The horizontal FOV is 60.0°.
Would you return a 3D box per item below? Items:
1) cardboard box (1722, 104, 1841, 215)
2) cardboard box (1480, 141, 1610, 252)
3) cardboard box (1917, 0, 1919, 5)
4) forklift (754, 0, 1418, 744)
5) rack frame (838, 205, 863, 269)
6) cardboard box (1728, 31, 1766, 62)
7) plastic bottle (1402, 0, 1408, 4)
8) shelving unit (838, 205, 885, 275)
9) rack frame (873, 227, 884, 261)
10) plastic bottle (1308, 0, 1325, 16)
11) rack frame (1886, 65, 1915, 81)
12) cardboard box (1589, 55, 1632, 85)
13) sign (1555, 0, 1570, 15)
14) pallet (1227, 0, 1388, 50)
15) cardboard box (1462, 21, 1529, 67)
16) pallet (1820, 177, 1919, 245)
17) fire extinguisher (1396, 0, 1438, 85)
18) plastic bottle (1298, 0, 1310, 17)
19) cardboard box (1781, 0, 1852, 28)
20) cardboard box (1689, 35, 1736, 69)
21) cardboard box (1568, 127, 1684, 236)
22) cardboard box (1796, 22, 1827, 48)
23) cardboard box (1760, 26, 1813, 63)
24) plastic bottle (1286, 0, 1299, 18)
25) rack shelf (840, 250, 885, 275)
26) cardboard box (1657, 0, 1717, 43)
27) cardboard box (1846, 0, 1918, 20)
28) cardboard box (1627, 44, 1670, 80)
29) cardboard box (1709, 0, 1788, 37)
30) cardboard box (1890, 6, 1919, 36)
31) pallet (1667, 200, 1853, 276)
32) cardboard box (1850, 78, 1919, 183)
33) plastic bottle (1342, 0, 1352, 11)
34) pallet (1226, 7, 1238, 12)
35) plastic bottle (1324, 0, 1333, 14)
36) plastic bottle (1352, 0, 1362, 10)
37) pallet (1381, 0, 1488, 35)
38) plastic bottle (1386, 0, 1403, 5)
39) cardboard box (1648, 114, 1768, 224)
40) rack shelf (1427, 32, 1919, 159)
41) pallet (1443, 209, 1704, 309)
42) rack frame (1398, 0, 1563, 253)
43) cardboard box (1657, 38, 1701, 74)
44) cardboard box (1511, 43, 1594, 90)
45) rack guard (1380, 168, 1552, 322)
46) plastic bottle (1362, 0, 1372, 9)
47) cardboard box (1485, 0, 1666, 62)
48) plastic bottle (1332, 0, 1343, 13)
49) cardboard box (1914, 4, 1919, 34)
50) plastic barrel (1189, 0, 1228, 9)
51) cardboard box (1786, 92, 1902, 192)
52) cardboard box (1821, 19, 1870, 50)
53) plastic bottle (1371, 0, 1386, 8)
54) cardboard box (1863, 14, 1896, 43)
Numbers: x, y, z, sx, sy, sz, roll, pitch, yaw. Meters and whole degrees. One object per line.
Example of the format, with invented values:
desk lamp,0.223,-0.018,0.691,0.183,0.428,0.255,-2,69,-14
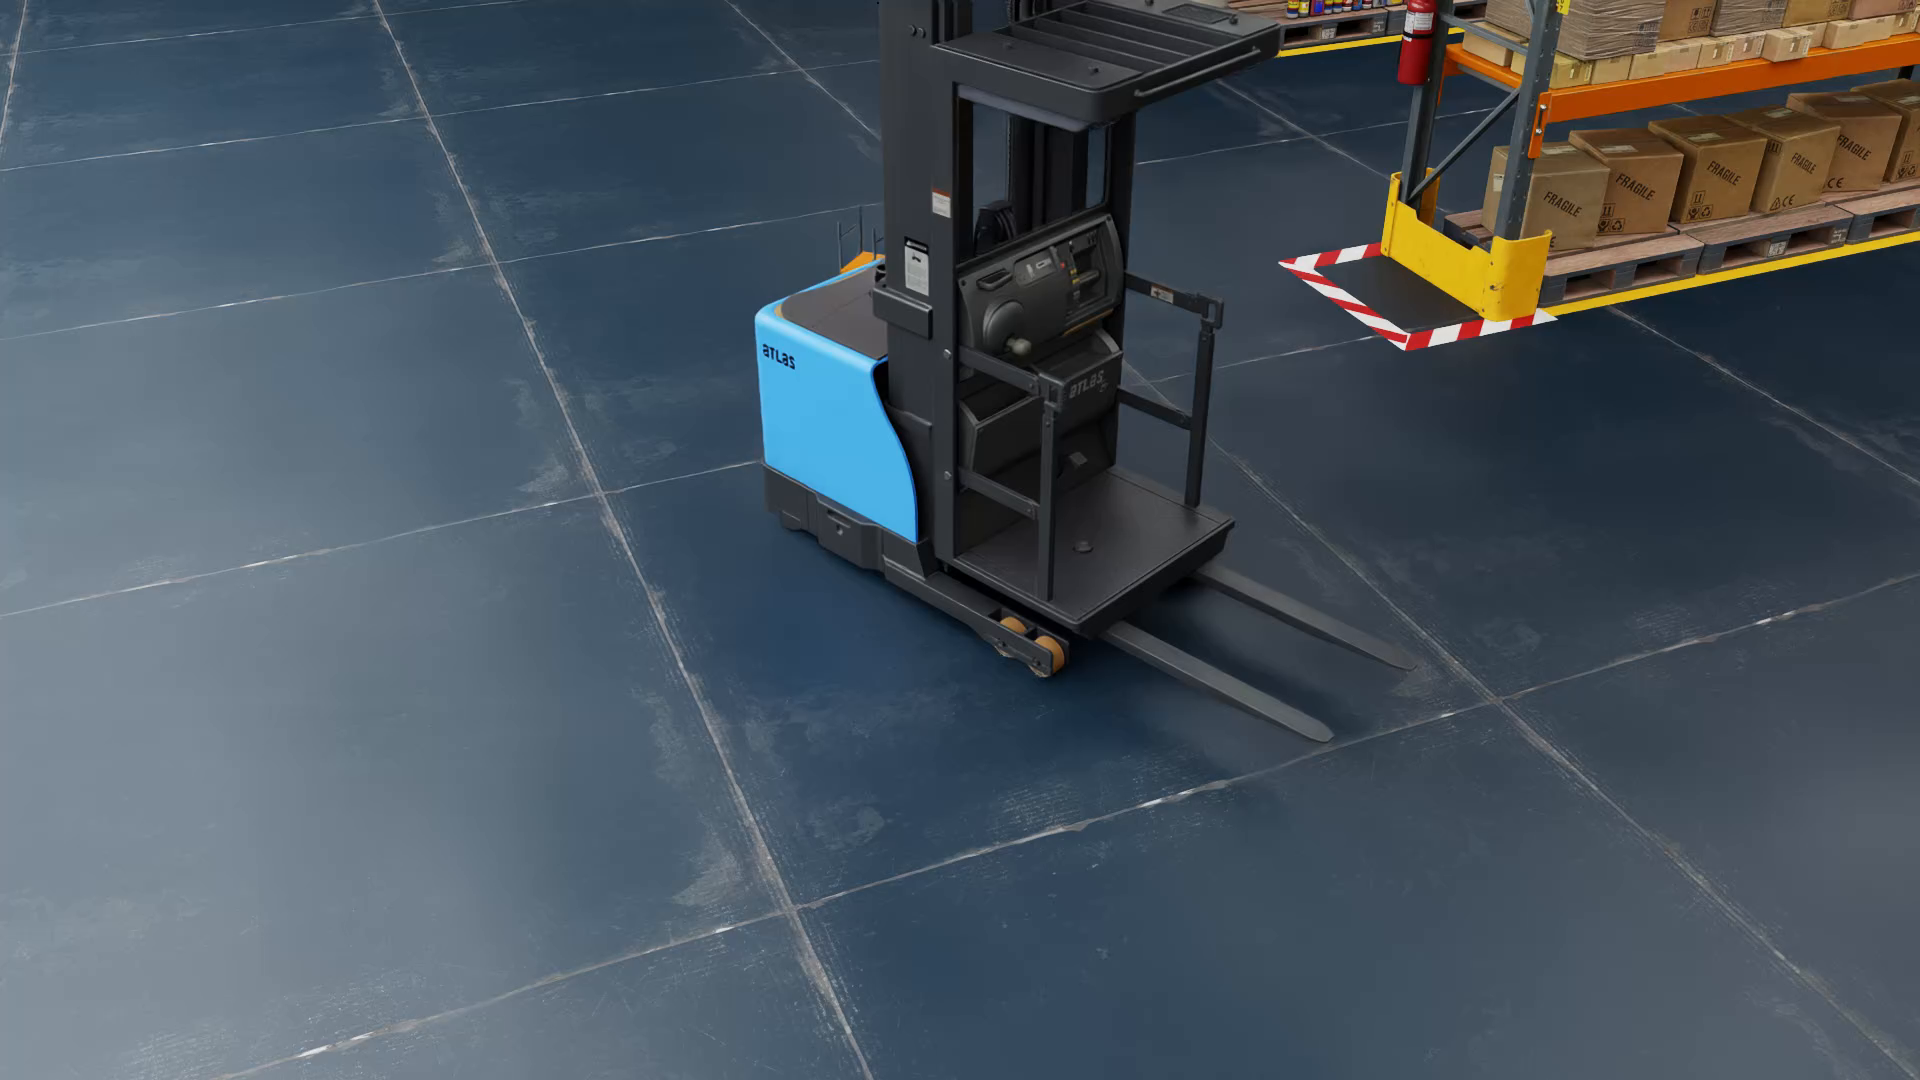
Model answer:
cardboard box,5.203,-2.447,10.667,0.500,0.500,0.500,-16,36,-23
cardboard box,3.548,-2.086,10.112,0.500,0.500,0.500,-7,34,-10
cardboard box,5.741,-3.693,10.311,0.500,0.500,0.875,-13,35,-19
forklift,0.489,-0.986,6.578,3.031,2.935,1.130,27,42,35
rack frame,-0.526,-1.058,8.276,0.006,1.200,0.240,14,35,20
cardboard box,4.471,-2.936,9.743,0.250,0.149,0.380,-13,35,-19
plastic bottle,3.943,-4.838,14.523,0.133,0.283,0.061,-11,35,-16
shelving unit,-0.442,-1.038,8.245,0.189,1.200,0.258,14,35,20
rack frame,-0.359,-1.018,8.214,0.006,1.200,0.240,14,35,20
plastic bottle,3.057,-4.635,14.210,0.133,0.283,0.061,-12,35,-18
rack frame,6.654,-3.678,10.653,0.127,3.000,1.000,-13,35,-19
cardboard box,3.559,-2.712,9.398,0.250,0.149,0.380,-13,35,-19
sign,3.176,-2.924,8.700,0.005,0.325,0.100,-13,35,-19
pallet,2.975,-4.620,14.656,1.213,0.211,1.003,-13,35,-19
cardboard box,3.149,-2.893,9.676,0.250,0.149,0.380,-13,35,-19
pallet,6.049,-2.350,11.168,1.213,0.211,1.003,-13,35,-19
fire extinguisher,2.682,-3.009,9.695,0.183,0.674,0.296,-13,35,-19
plastic bottle,2.936,-4.584,14.207,0.097,0.201,0.097,0,33,0
cardboard box,4.842,-3.452,9.941,0.500,0.500,0.875,-13,35,-19
cardboard box,4.251,-2.870,9.640,0.250,0.149,0.380,-13,35,-19
cardboard box,4.086,-2.229,10.332,0.500,0.500,0.500,-4,33,-6
cardboard box,4.921,-3.056,9.927,0.250,0.149,0.380,-13,35,-19
cardboard box,4.742,-2.937,9.744,0.250,0.149,0.380,-13,35,-19
plastic bottle,2.841,-4.591,14.154,0.097,0.271,0.097,0,33,0
rack shelf,-0.443,-1.302,8.073,0.180,0.103,0.258,14,35,20
cardboard box,3.898,-3.269,9.659,0.500,0.500,0.875,-13,35,-19
cardboard box,5.319,-3.537,10.071,0.500,0.500,0.875,-13,35,-19
cardboard box,3.795,-2.757,9.468,0.250,0.149,0.380,-13,35,-19
cardboard box,4.376,-3.353,9.788,0.500,0.500,0.875,-13,35,-19
cardboard box,5.613,-3.214,10.170,0.250,0.149,0.380,-13,35,-19
pallet,4.922,-2.090,10.769,1.213,0.211,1.003,-13,35,-19
cardboard box,6.270,-2.742,11.121,0.500,0.500,0.500,-14,36,-20
plastic bottle,3.340,-4.676,14.349,0.097,0.201,0.097,0,33,0
pallet,1.852,-4.364,14.264,1.213,0.211,1.003,-13,35,-19
plastic bottle,3.157,-4.664,14.266,0.097,0.271,0.097,0,33,0
plastic bottle,3.436,-4.728,14.364,0.097,0.271,0.097,0,33,0
pallet,4.101,-4.879,15.056,1.213,0.211,1.003,-13,35,-19
plastic bottle,3.780,-4.853,14.484,0.185,0.351,0.144,-13,35,-19
cardboard box,4.671,-2.352,10.521,0.500,0.500,0.500,-10,34,-14
rack shelf,4.810,-2.955,10.200,4.000,0.370,1.077,-13,35,-19
pallet,3.799,-1.835,10.376,1.213,0.211,1.003,-13,35,-19
rack frame,2.966,-2.834,9.355,0.127,3.000,1.000,-13,35,-19
cardboard box,4.018,-2.820,9.565,0.250,0.149,0.380,-13,35,-19
cardboard box,3.321,-2.669,9.332,0.250,0.149,0.380,-13,35,-19
rack guard,3.036,-1.802,10.061,0.348,0.500,1.175,-13,35,-19
plastic bottle,3.530,-4.720,14.416,0.097,0.201,0.097,0,33,0
cardboard box,3.484,-3.103,9.404,0.500,0.500,0.875,-13,35,-19
plastic bottle,3.249,-4.685,14.298,0.097,0.271,0.097,0,33,0
cardboard box,5.894,-3.200,10.149,0.250,0.149,0.380,-13,35,-19
plastic barrel,2.088,-4.741,14.182,0.421,0.512,0.421,0,33,0
cardboard box,5.745,-2.618,10.930,0.500,0.500,0.500,-2,33,-4
cardboard box,5.181,-3.071,9.949,0.250,0.149,0.380,-13,35,-19
plastic bottle,3.628,-4.790,14.455,0.135,0.276,0.152,-12,35,-18
cardboard box,5.398,-3.141,10.057,0.250,0.149,0.380,-13,35,-19
